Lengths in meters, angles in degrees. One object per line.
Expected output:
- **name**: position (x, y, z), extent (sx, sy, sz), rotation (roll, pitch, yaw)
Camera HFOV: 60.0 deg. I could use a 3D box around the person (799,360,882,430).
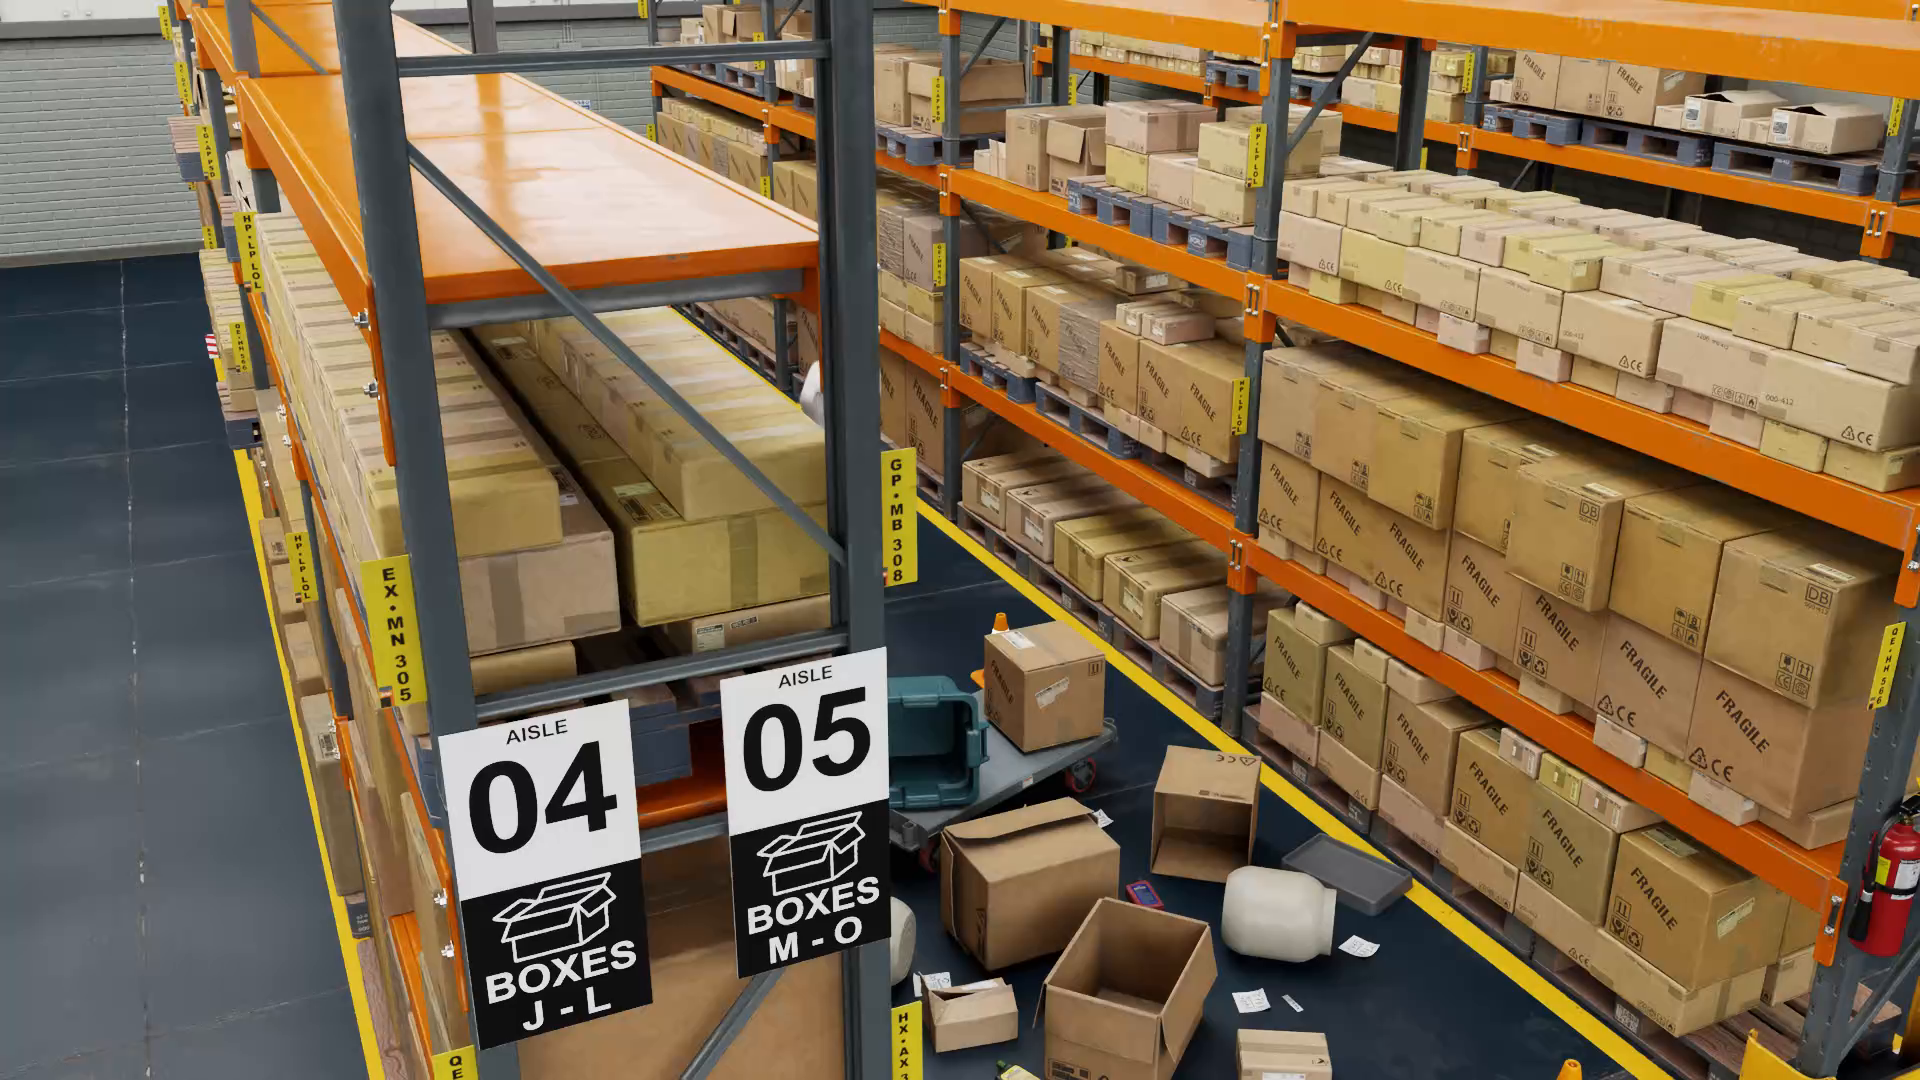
- **person**: position (-0.952, -0.833, 12.669), extent (0.719, 1.788, 0.775), rotation (-8, 23, -19)
